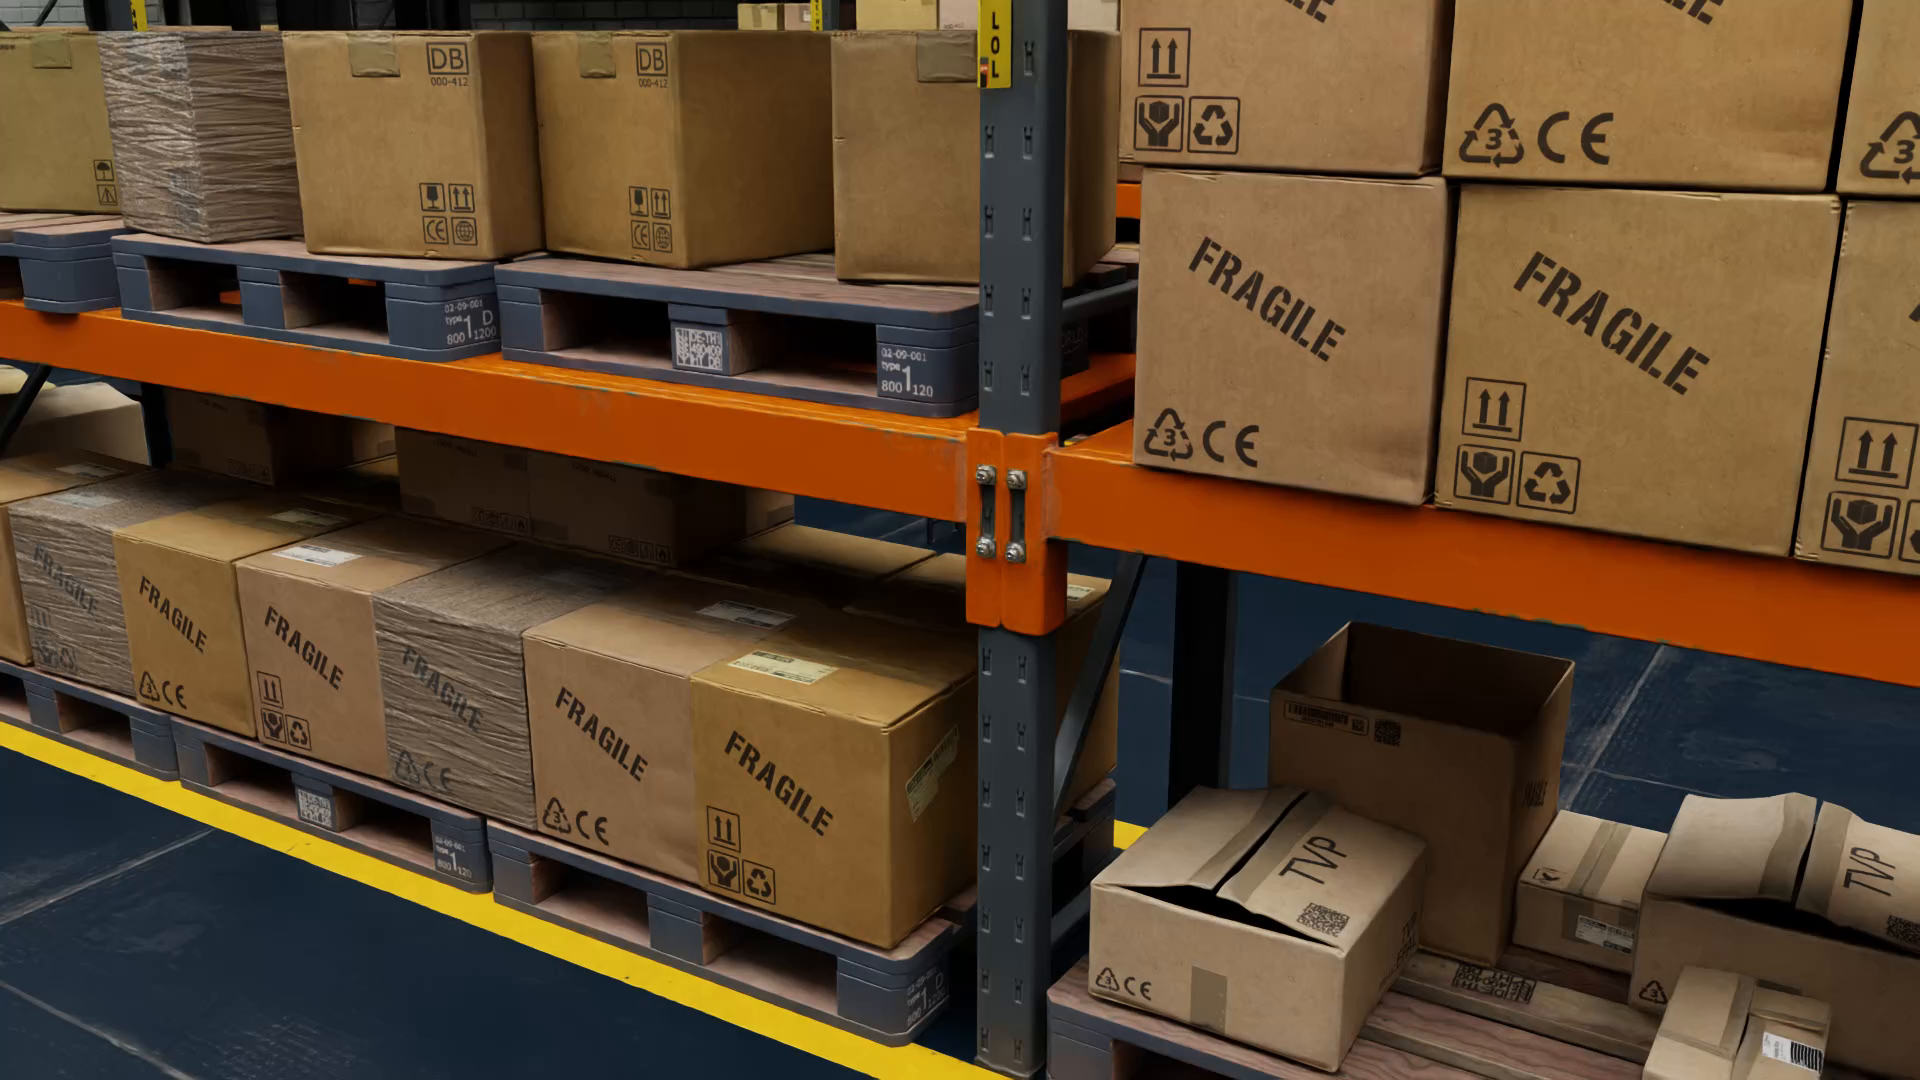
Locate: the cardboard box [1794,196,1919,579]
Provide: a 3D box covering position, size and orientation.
[{"bbox_3d":[1.499,-0.233,2.316,0.500,0.500,0.500,10,20,30],"label":"cardboard box"}]

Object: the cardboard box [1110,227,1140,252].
[{"bbox_3d":[0.826,-1.213,8.690,0.750,0.750,0.750,10,20,30],"label":"cardboard box"}]

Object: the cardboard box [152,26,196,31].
[{"bbox_3d":[-5.300,-3.374,11.762,0.500,0.500,0.500,9,19,28],"label":"cardboard box"}]

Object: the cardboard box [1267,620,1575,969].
[{"bbox_3d":[0.978,0.518,3.560,0.500,0.500,0.500,10,20,30],"label":"cardboard box"}]

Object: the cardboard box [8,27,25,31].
[{"bbox_3d":[-7.043,-3.686,12.790,0.500,0.500,0.500,10,20,30],"label":"cardboard box"}]

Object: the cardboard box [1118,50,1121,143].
[{"bbox_3d":[0.669,-2.225,8.326,0.500,0.500,0.500,10,20,30],"label":"cardboard box"}]

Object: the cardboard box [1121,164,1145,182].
[{"bbox_3d":[0.997,-1.871,8.279,0.250,0.149,0.380,10,20,30],"label":"cardboard box"}]

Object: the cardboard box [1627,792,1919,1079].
[{"bbox_3d":[1.617,0.722,3.211,0.500,0.311,0.500,10,20,30],"label":"cardboard box"}]

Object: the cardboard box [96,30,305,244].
[{"bbox_3d":[-1.789,-1.087,4.404,0.500,0.500,0.700,15,22,40],"label":"cardboard box"}]

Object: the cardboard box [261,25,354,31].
[{"bbox_3d":[-4.448,-3.220,11.255,0.500,0.500,0.500,10,20,30],"label":"cardboard box"}]

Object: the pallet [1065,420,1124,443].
[{"bbox_3d":[1.193,-0.661,8.695,1.213,0.211,1.003,10,20,30],"label":"pallet"}]

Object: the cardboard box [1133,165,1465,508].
[{"bbox_3d":[0.636,-0.387,2.822,0.500,0.500,0.500,11,20,31],"label":"cardboard box"}]

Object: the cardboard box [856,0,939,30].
[{"bbox_3d":[-0.199,-2.741,8.736,0.500,0.250,0.500,11,20,31],"label":"cardboard box"}]

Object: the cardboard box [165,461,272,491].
[{"bbox_3d":[-2.145,-0.023,5.340,0.500,0.500,0.500,11,20,32],"label":"cardboard box"}]

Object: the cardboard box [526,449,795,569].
[{"bbox_3d":[-0.793,-0.143,4.446,0.500,0.250,0.500,10,20,30],"label":"cardboard box"}]

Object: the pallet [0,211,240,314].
[{"bbox_3d":[-2.450,-0.915,5.063,1.003,0.211,1.213,10,20,30],"label":"pallet"}]

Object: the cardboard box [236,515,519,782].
[{"bbox_3d":[-1.505,0.267,4.386,0.500,0.500,0.500,9,19,28],"label":"cardboard box"}]

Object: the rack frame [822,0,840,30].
[{"bbox_3d":[-0.475,-2.320,9.358,0.127,3.000,1.000,10,20,30],"label":"rack frame"}]

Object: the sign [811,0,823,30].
[{"bbox_3d":[-0.751,-2.700,8.754,0.005,0.325,0.100,10,20,30],"label":"sign"}]

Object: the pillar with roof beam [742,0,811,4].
[{"bbox_3d":[-3.383,-4.536,6.332,0.400,9.000,9.100,10,20,30],"label":"pillar with roof beam"}]

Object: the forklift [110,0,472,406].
[{"bbox_3d":[-3.127,-1.875,8.011,3.031,2.935,1.130,9,19,26],"label":"forklift"}]

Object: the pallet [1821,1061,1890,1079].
[{"bbox_3d":[1.972,1.140,2.765,1.213,0.211,1.003,10,20,30],"label":"pallet"}]

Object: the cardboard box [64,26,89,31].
[{"bbox_3d":[-6.190,-3.529,12.270,0.500,0.500,0.500,9,19,28],"label":"cardboard box"}]

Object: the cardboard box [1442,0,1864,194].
[{"bbox_3d":[1.038,-0.791,2.431,0.500,0.500,0.500,9,19,28],"label":"cardboard box"}]

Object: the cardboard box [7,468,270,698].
[{"bbox_3d":[-2.377,0.111,4.898,0.500,0.500,0.500,9,19,28],"label":"cardboard box"}]

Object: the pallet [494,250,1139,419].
[{"bbox_3d":[-0.280,-0.541,3.831,1.213,0.211,1.003,10,20,30],"label":"pallet"}]

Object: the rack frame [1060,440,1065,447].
[{"bbox_3d":[0.349,-0.512,6.502,0.015,1.200,0.240,10,20,30],"label":"rack frame"}]

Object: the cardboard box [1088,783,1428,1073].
[{"bbox_3d":[0.589,0.709,3.254,0.500,0.311,0.500,10,20,30],"label":"cardboard box"}]

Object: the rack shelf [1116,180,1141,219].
[{"bbox_3d":[1.229,-1.672,8.461,4.000,0.370,1.077,10,20,30],"label":"rack shelf"}]

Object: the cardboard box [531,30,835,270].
[{"bbox_3d":[-0.562,-0.949,3.951,0.500,0.500,0.700,14,22,39],"label":"cardboard box"}]

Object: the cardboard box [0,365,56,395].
[{"bbox_3d":[-3.809,-0.476,6.332,0.500,0.311,0.500,10,19,29],"label":"cardboard box"}]

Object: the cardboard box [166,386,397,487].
[{"bbox_3d":[-2.094,-0.374,5.206,0.500,0.250,0.500,11,20,32],"label":"cardboard box"}]

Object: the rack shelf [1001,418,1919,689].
[{"bbox_3d":[2.048,0.164,2.417,4.000,0.370,1.077,10,20,30],"label":"rack shelf"}]

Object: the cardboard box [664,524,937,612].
[{"bbox_3d":[-0.401,0.289,4.312,0.500,0.500,0.500,10,20,31],"label":"cardboard box"}]

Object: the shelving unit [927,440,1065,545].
[{"bbox_3d":[0.141,-0.549,6.624,0.503,1.200,0.258,10,20,30],"label":"shelving unit"}]

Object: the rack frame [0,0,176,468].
[{"bbox_3d":[-3.064,-1.093,5.317,0.127,3.000,1.000,10,20,30],"label":"rack frame"}]

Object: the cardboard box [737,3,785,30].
[{"bbox_3d":[-1.067,-2.979,9.483,0.250,0.149,0.380,7,18,21],"label":"cardboard box"}]

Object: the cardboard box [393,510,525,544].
[{"bbox_3d":[-1.253,0.134,4.822,0.500,0.500,0.500,9,19,28],"label":"cardboard box"}]

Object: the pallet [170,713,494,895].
[{"bbox_3d":[-1.413,0.550,4.706,1.213,0.211,1.003,10,20,30],"label":"pallet"}]

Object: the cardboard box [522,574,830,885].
[{"bbox_3d":[-0.643,0.420,3.881,0.500,0.500,0.500,10,20,30],"label":"cardboard box"}]
